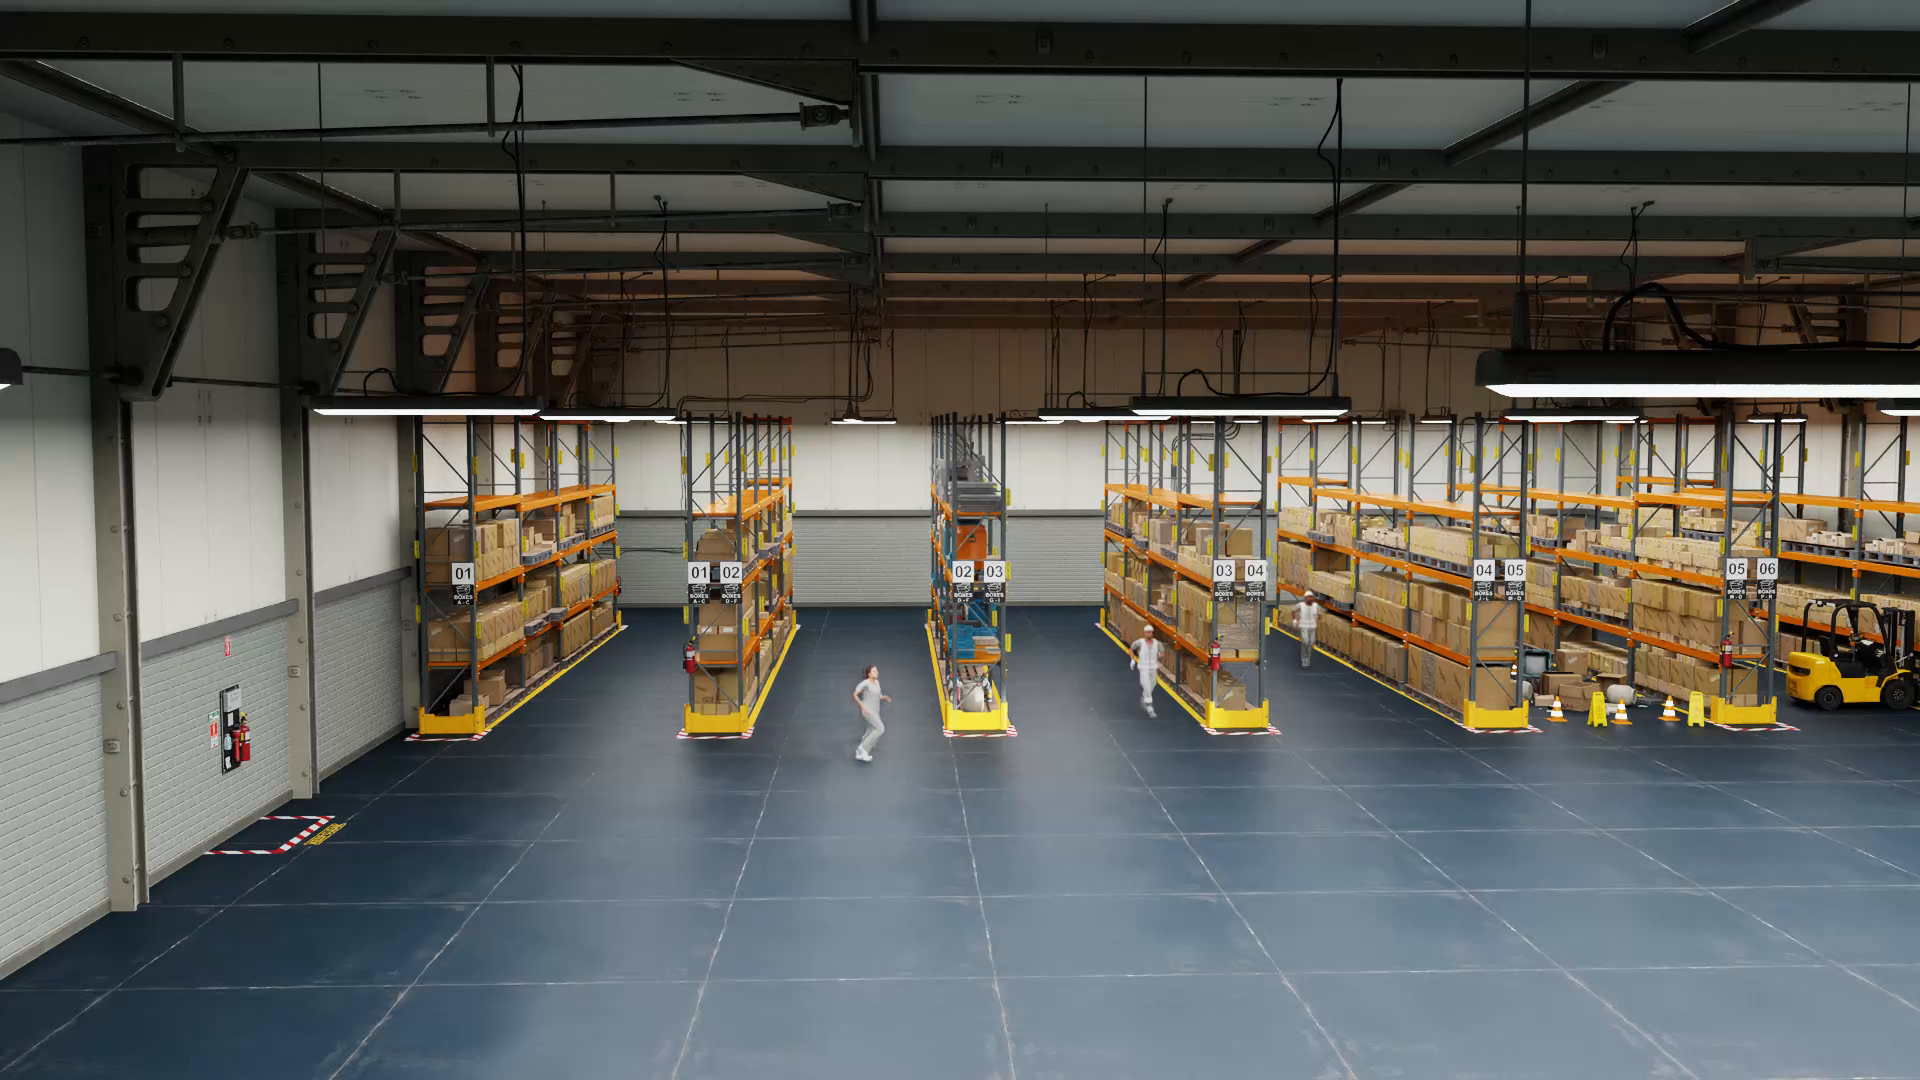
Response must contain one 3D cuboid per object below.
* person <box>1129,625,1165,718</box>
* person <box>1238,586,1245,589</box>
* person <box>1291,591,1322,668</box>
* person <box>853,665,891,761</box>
[{"bbox_3d":[3.709,2.558,32.829,0.662,1.777,1.004,-1,4,-13],"label":"person"},{"bbox_3d":[8.126,1.564,48.563,0.854,1.727,0.693,-2,4,-23],"label":"person"},{"bbox_3d":[8.312,2.133,39.721,0.659,1.832,0.758,0,4,-7],"label":"person"},{"bbox_3d":[-1.488,2.953,28.481,0.624,1.637,0.544,2,4,26],"label":"person"}]
